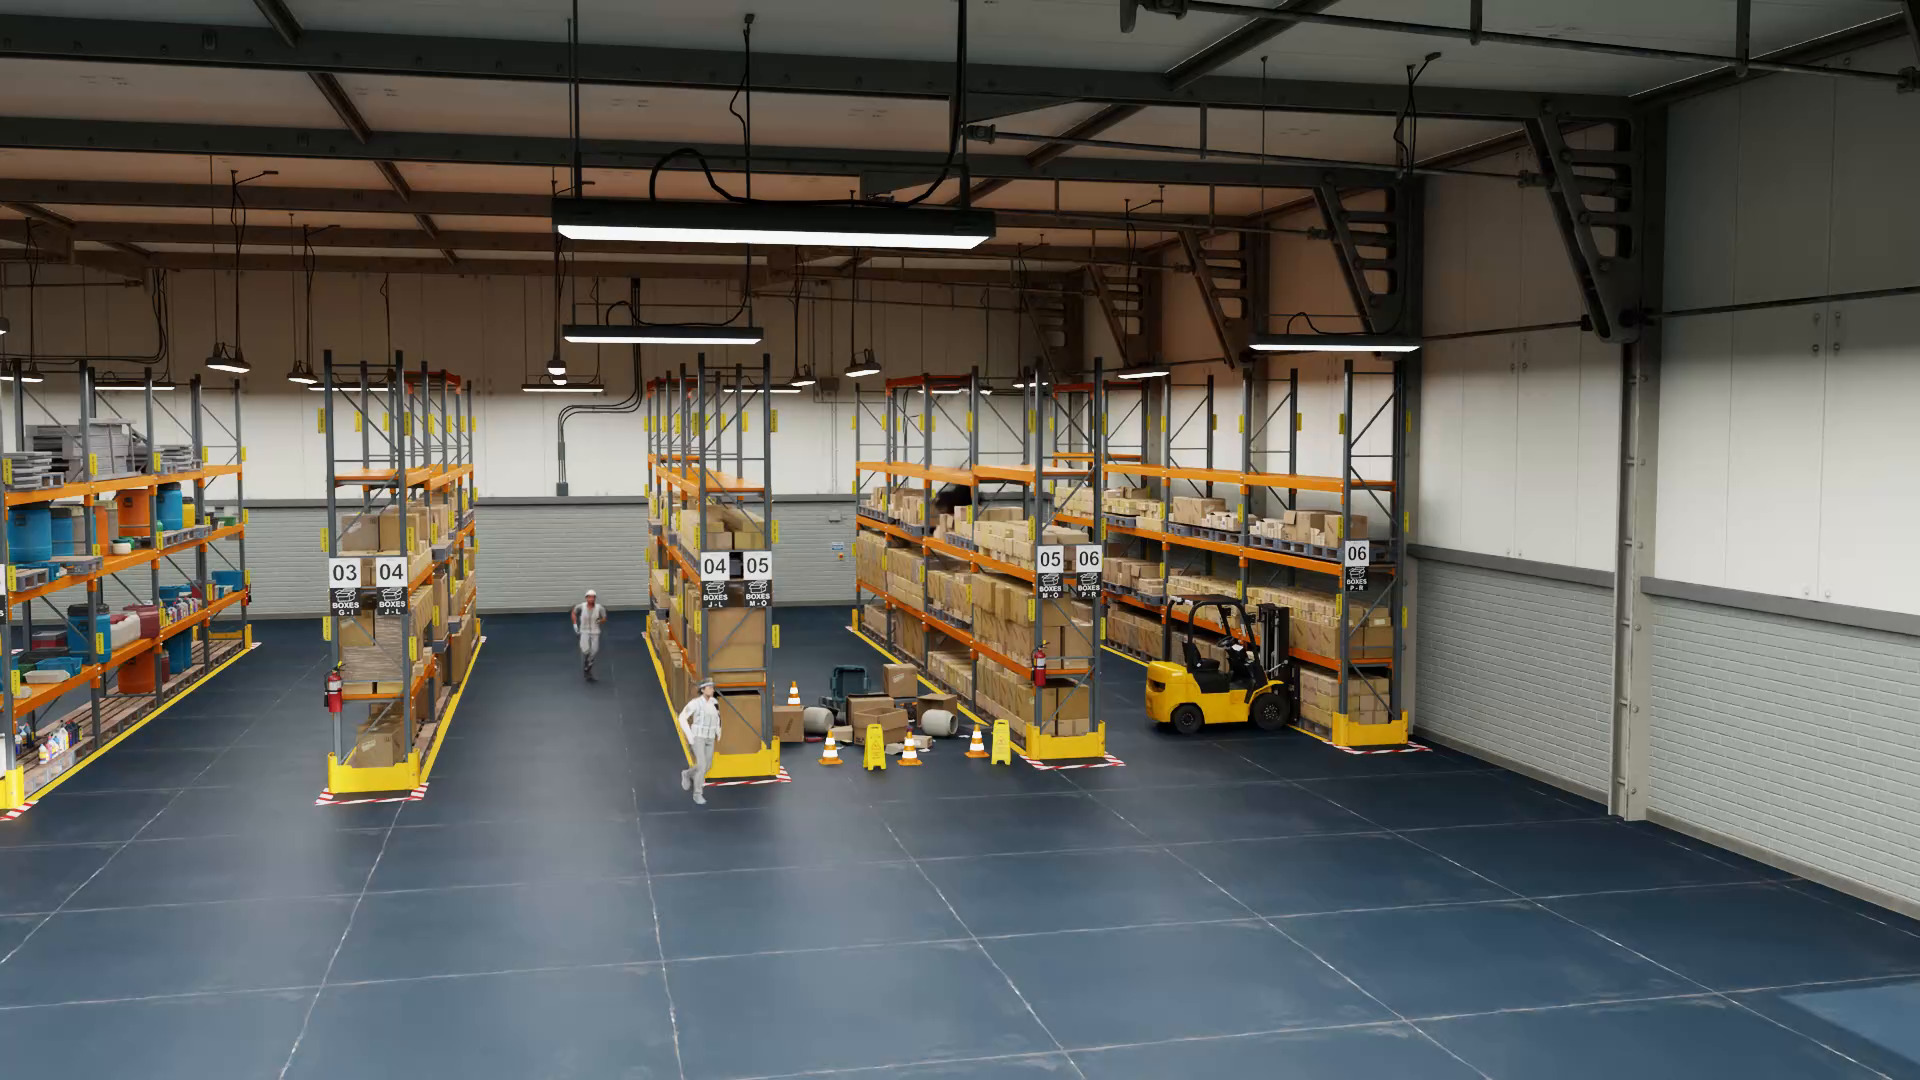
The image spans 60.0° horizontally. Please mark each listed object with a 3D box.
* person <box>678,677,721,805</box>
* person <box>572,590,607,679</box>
[{"bbox_3d":[-3.453,2.660,22.209,0.655,1.669,0.640,-4,6,-44],"label":"person"},{"bbox_3d":[-7.245,1.850,32.561,0.647,1.748,0.735,-1,4,-18],"label":"person"}]
